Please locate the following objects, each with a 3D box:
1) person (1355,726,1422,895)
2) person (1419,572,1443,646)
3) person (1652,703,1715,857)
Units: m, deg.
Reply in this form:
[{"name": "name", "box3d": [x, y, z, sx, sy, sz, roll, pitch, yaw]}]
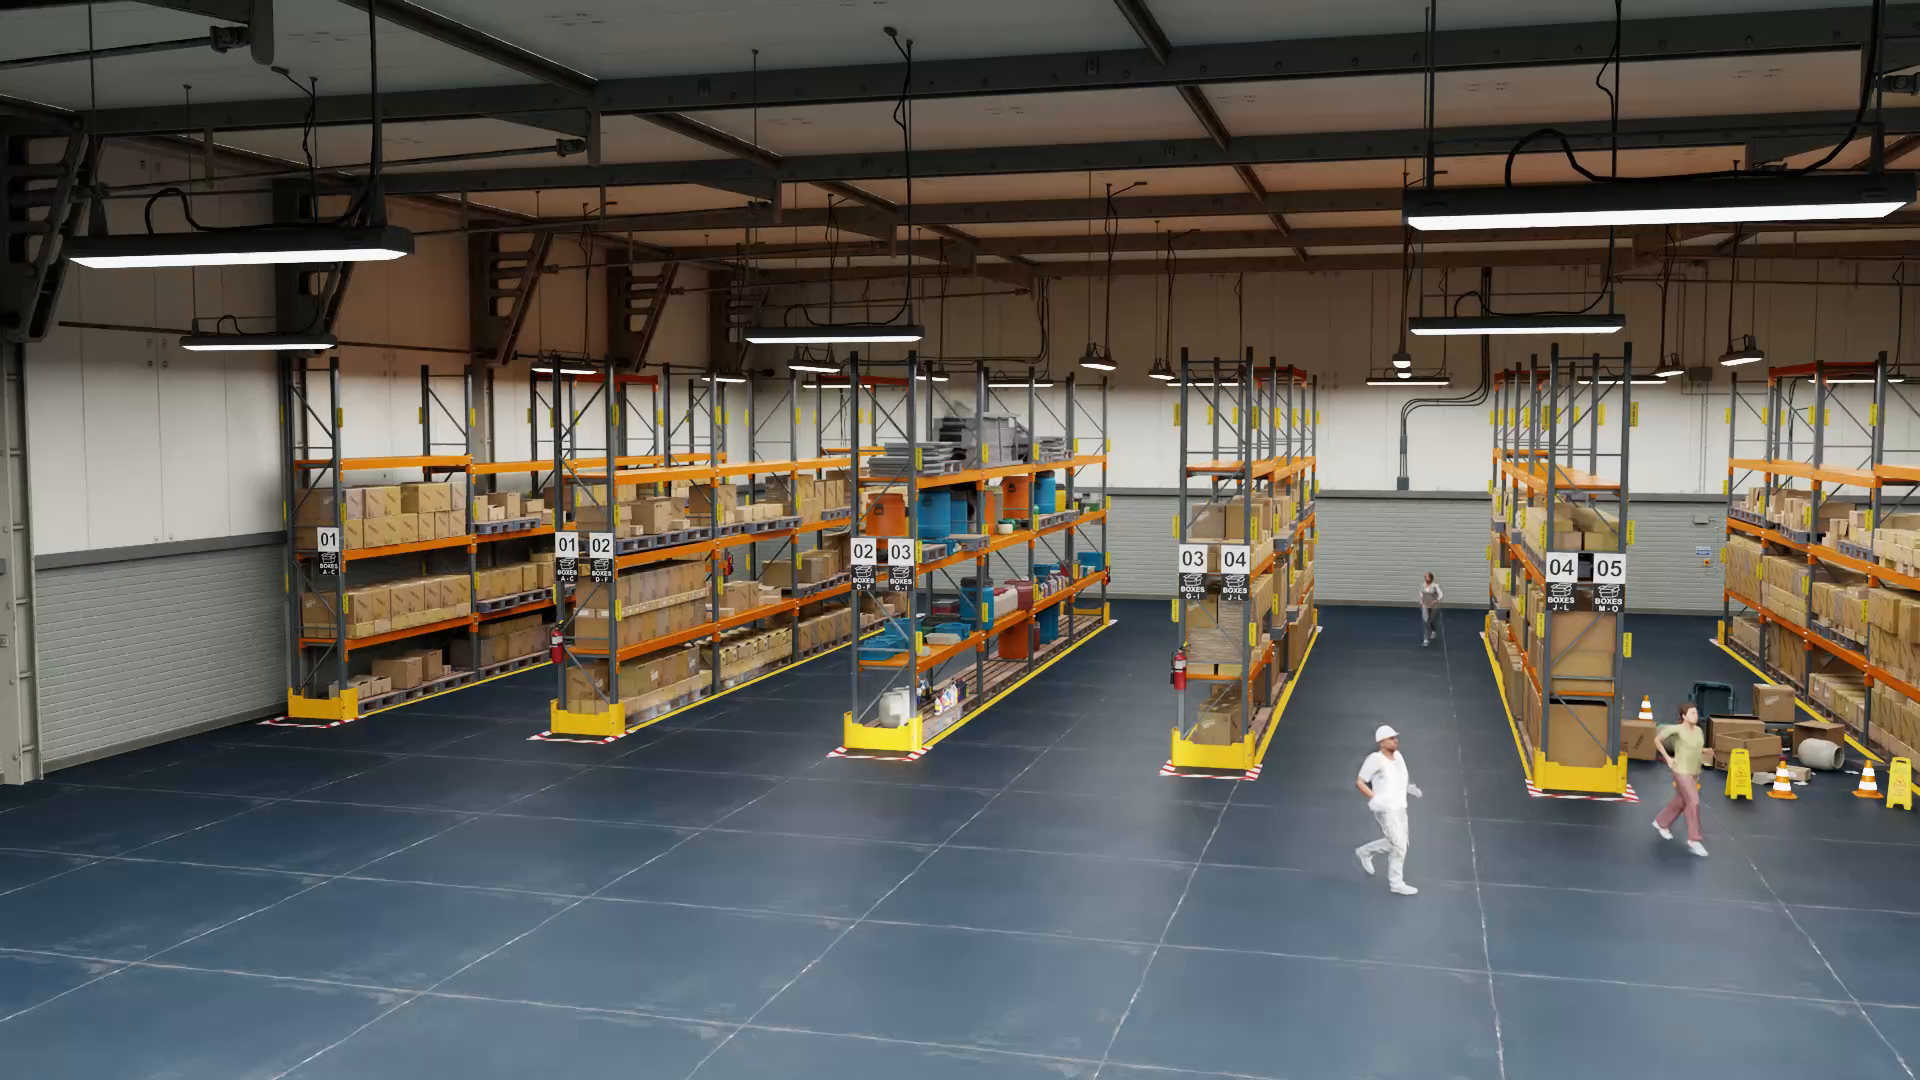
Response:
[{"name": "person", "box3d": [4.508, 2.839, 17.621, 0.694, 1.747, 0.804, -4, 6, -44]}, {"name": "person", "box3d": [10.427, 1.508, 36.820, 0.538, 1.611, 0.742, 3, 5, 31]}, {"name": "person", "box3d": [8.430, 2.742, 19.350, 0.566, 1.720, 0.849, -2, 5, -28]}]
